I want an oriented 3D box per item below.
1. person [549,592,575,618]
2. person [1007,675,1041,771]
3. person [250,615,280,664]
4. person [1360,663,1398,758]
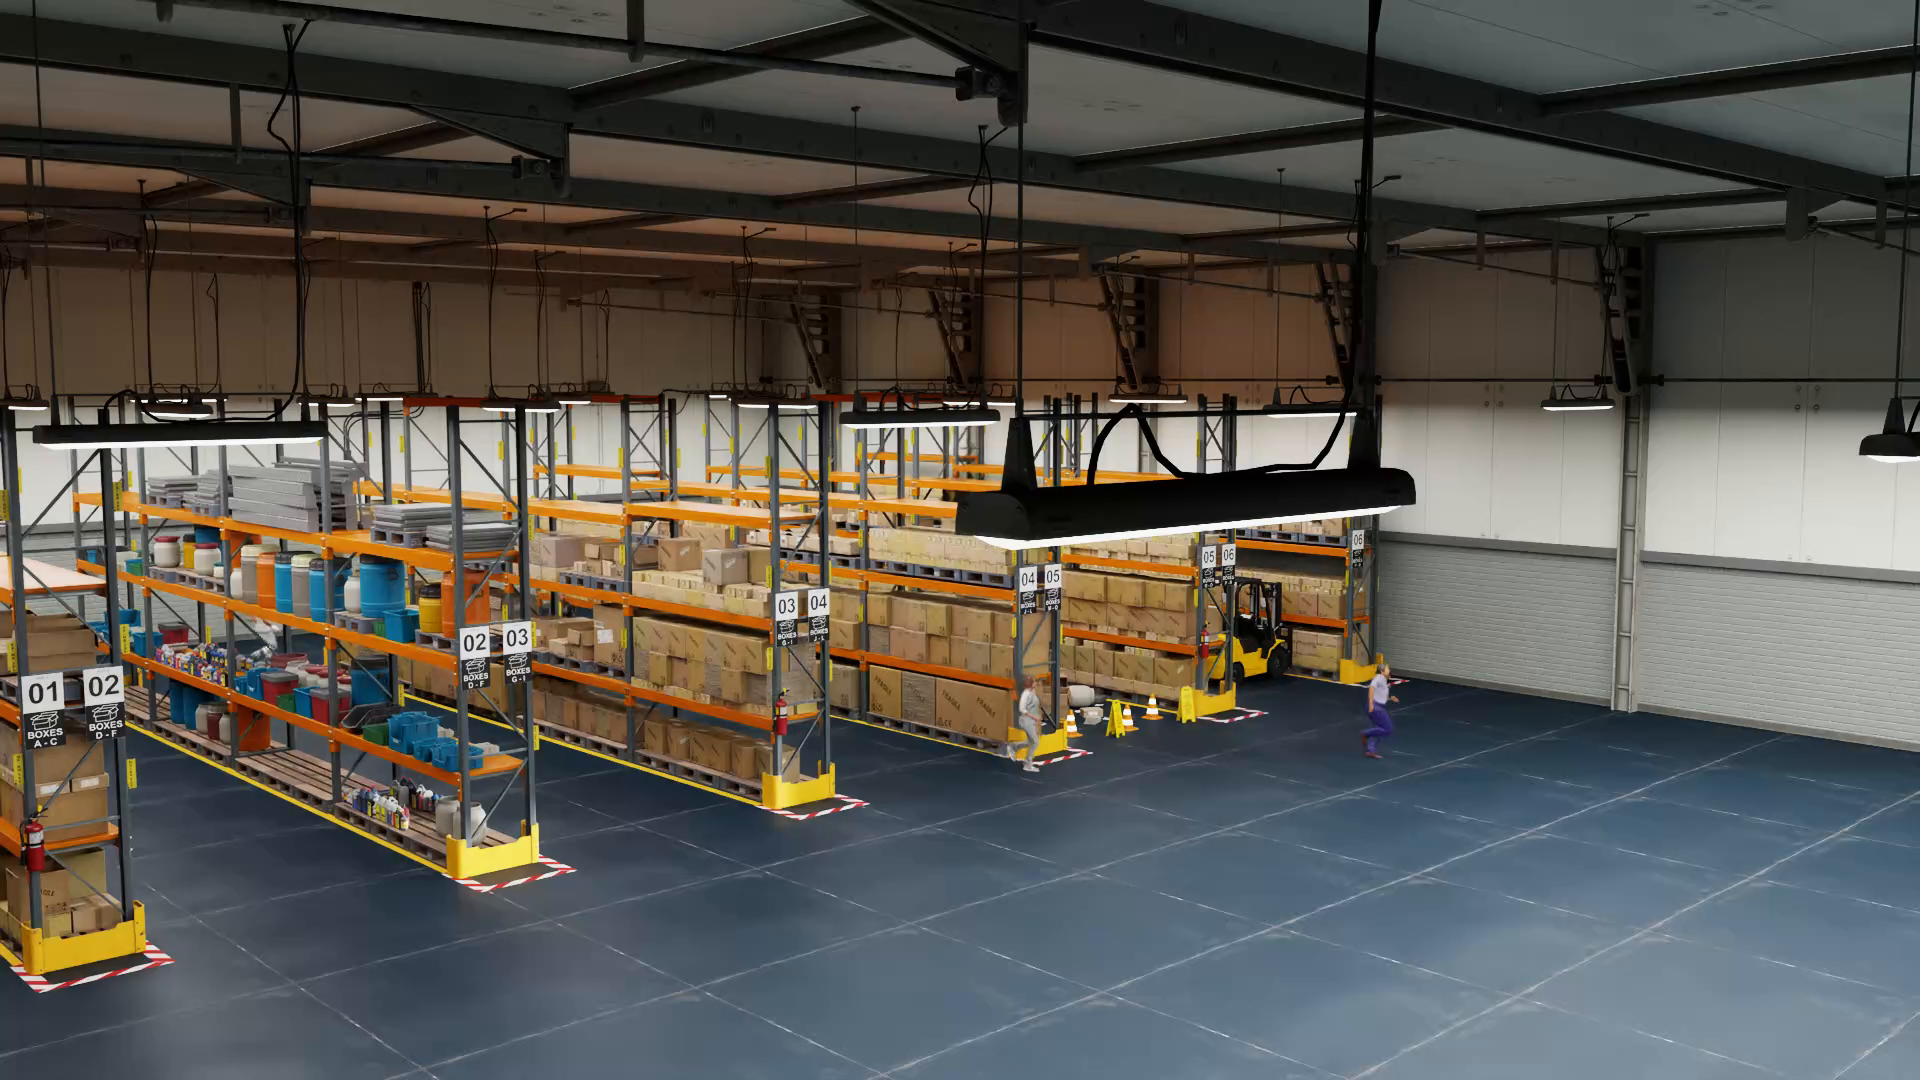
[{"bbox_3d":[-8.646,1.990,36.106,0.662,1.773,0.904,-4,7,-36],"label":"person"},{"bbox_3d":[1.052,2.968,27.008,0.599,1.567,0.582,2,6,17],"label":"person"},{"bbox_3d":[-15.168,1.988,36.125,0.670,1.752,0.611,5,7,42],"label":"person"},{"bbox_3d":[7.025,2.868,27.847,0.624,1.589,0.645,1,6,10],"label":"person"}]
